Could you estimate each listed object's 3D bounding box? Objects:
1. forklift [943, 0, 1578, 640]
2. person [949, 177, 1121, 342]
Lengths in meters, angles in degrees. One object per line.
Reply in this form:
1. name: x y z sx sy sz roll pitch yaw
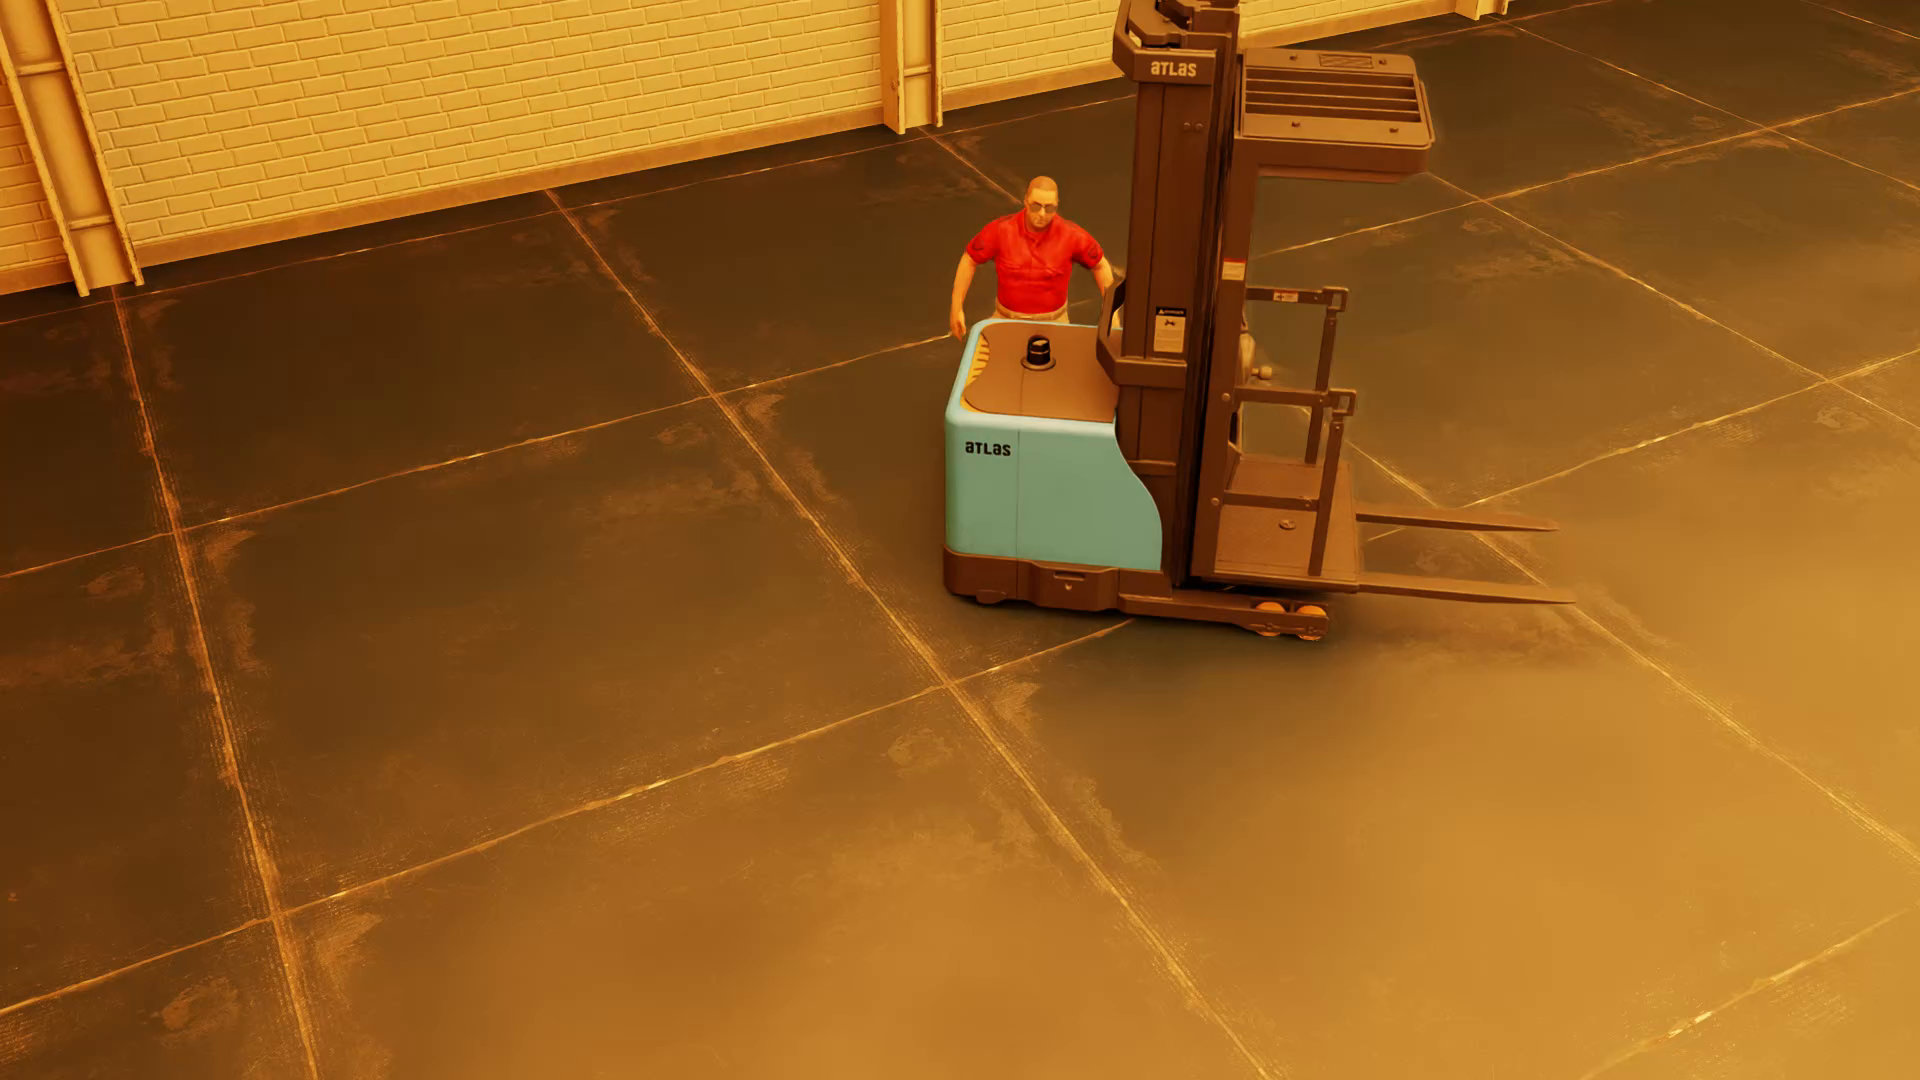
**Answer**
1. forklift: 1.477 -1.046 7.603 3.031 2.935 1.130 5 36 7
2. person: 0.392 -1.077 8.752 0.901 1.680 0.573 2 35 3
